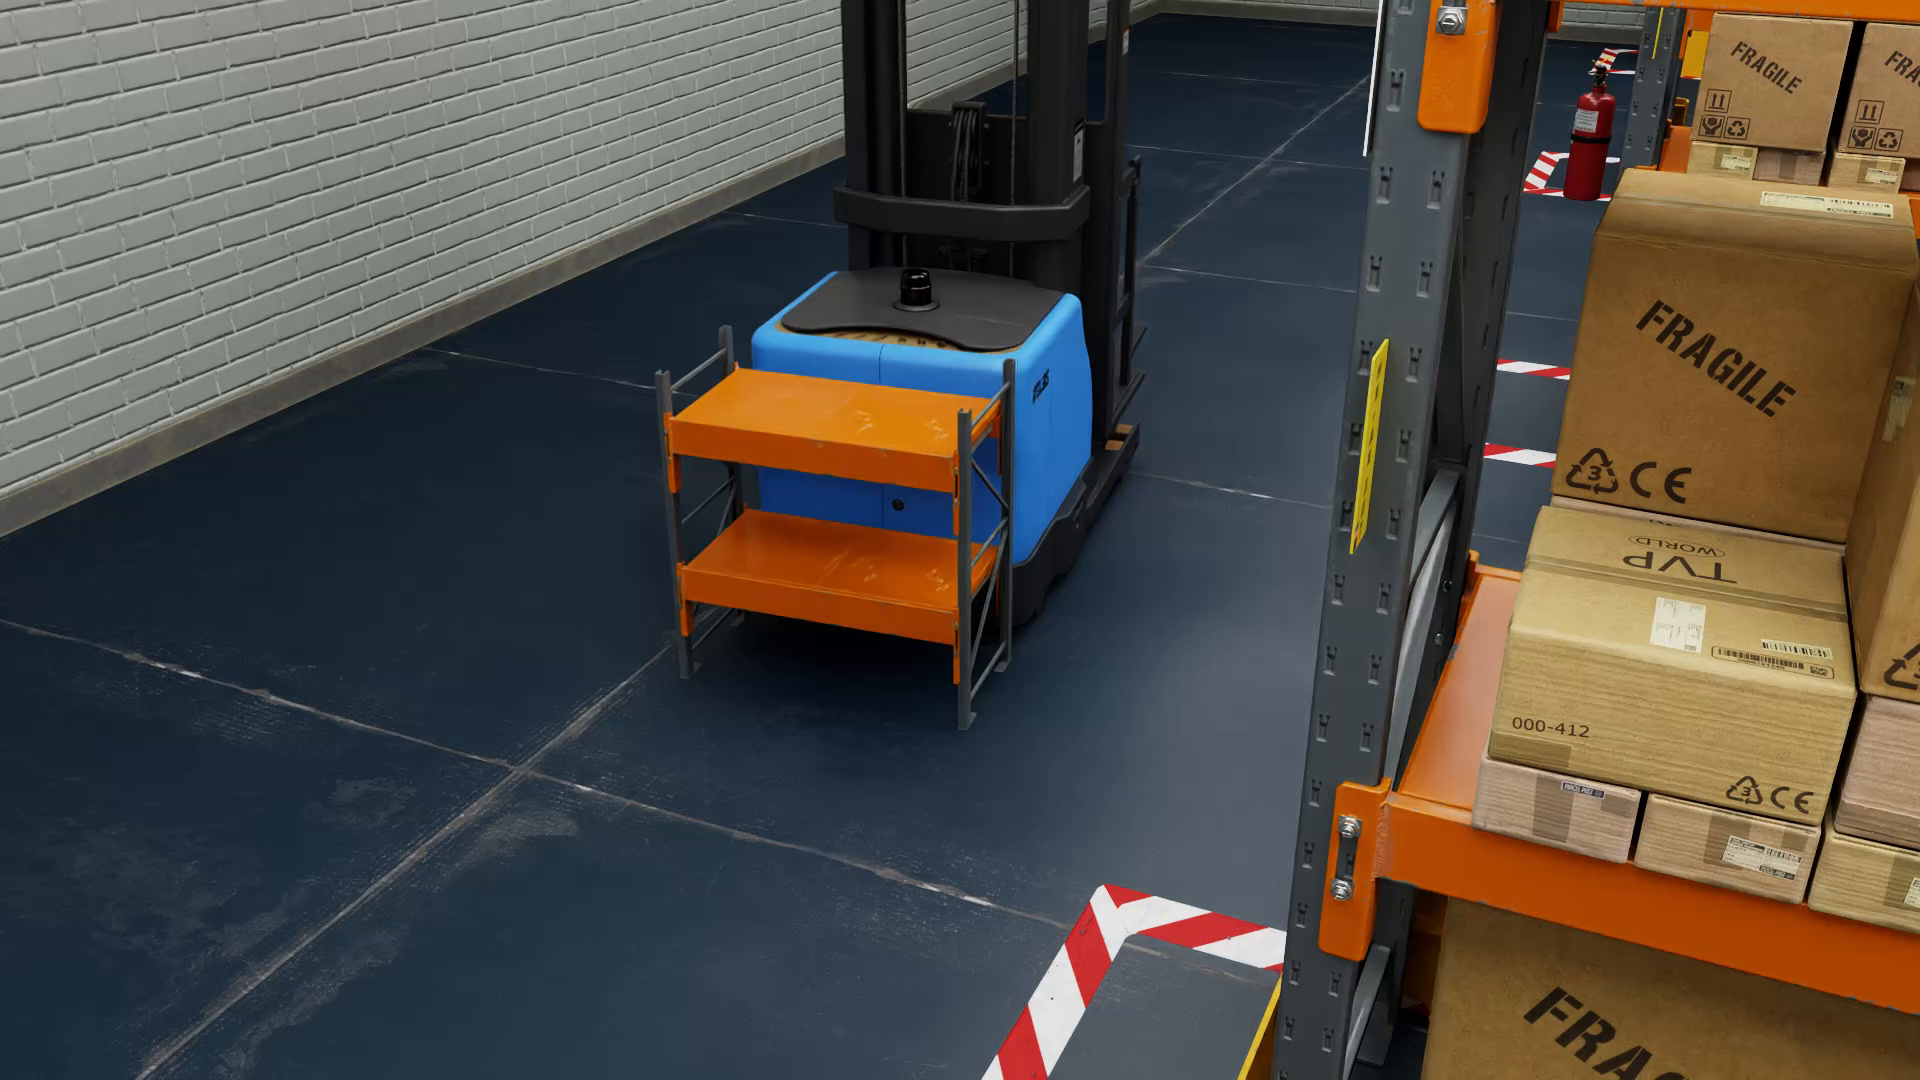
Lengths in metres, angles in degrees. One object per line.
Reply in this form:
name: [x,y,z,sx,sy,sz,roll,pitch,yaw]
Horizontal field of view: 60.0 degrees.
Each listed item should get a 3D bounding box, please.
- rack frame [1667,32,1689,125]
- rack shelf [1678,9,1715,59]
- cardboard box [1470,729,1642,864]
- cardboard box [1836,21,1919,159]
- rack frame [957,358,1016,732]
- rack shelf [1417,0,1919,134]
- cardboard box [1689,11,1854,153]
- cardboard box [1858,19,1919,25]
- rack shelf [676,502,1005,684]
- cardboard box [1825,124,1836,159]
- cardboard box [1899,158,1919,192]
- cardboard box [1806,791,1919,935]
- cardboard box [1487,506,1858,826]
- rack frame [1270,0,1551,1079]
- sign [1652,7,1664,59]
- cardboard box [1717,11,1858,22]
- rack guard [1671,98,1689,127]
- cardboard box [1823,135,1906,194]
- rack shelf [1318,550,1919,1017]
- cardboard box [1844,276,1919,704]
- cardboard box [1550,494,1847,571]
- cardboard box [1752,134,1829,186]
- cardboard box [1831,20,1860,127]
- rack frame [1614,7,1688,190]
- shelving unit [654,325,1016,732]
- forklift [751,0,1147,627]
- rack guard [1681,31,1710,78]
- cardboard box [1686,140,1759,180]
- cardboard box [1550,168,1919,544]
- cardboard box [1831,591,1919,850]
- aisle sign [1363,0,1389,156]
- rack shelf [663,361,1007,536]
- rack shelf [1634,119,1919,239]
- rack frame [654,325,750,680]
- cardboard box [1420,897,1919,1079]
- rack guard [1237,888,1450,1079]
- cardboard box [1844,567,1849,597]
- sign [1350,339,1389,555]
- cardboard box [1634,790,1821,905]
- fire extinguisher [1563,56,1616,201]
rack frame: [4.970,-3.925,11.326,0.127,3.000,1.000,11,28,22]
rack shelf: [6.791,-3.236,10.742,4.000,0.370,1.077,11,28,22]
cardboard box: [1.054,0.370,2.887,0.250,0.149,0.380,12,29,22]
cardboard box: [3.805,-1.814,6.588,0.500,0.500,0.500,11,28,22]
rack frame: [0.087,0.019,5.438,0.032,1.125,0.500,9,27,17]
rack shelf: [2.689,-0.597,1.986,4.000,0.370,1.077,11,28,22]
cardboard box: [3.307,-1.901,6.766,0.500,0.500,0.500,13,29,24]
cardboard box: [3.774,-2.264,6.371,0.500,0.500,0.500,12,29,23]
rack shelf: [-0.394,0.166,5.692,1.000,0.278,0.538,9,27,17]
cardboard box: [3.872,-1.757,7.207,0.250,0.149,0.380,11,28,21]
cardboard box: [3.937,-1.519,6.725,0.250,0.149,0.380,13,29,24]
cardboard box: [1.522,0.463,2.698,0.250,0.149,0.380,11,28,21]
cardboard box: [1.193,0.190,2.801,0.500,0.250,0.500,11,28,20]
rack frame: [0.868,0.060,3.233,0.127,3.000,1.000,11,28,22]
sign: [2.789,-2.086,6.611,0.005,0.325,0.100,11,28,22]
cardboard box: [3.312,-2.354,6.554,0.500,0.500,0.500,11,28,21]
rack guard: [4.948,-2.808,11.887,0.348,0.500,1.175,11,28,22]
cardboard box: [3.644,-1.512,6.709,0.250,0.149,0.380,11,28,20]
rack shelf: [2.689,0.748,2.649,4.000,0.370,1.077,11,28,22]
cardboard box: [1.648,-0.055,2.450,0.500,0.500,0.500,11,28,21]
cardboard box: [1.419,-0.024,3.237,0.500,0.250,0.500,11,28,21]
cardboard box: [3.421,-1.582,6.853,0.250,0.149,0.380,12,29,24]
cardboard box: [3.995,-2.019,7.006,0.500,0.500,0.500,11,28,21]
rack frame: [3.013,-1.916,7.246,0.127,3.000,1.000,11,28,22]
shelving unit: [-0.394,-0.053,5.584,1.048,1.125,0.538,9,27,17]
forklift: [0.176,-1.633,6.748,1.130,2.935,3.031,8,27,16]
rack guard: [7.091,-4.786,15.905,0.348,0.500,1.175,11,28,22]
cardboard box: [3.172,-1.612,6.913,0.250,0.149,0.380,11,28,21]
cardboard box: [1.420,-0.359,3.068,0.500,0.500,0.500,12,29,22]
cardboard box: [1.669,0.282,2.614,0.500,0.250,0.500,11,28,21]
aisle sign: [0.678,-0.999,2.440,0.004,0.787,0.394,11,28,22]
rack shelf: [-0.394,-0.316,5.455,1.000,0.278,0.538,9,27,17]
rack shelf: [4.834,-1.228,6.662,4.000,0.370,1.077,11,28,22]
rack frame: [-0.876,-0.125,5.731,0.032,1.125,0.500,9,27,17]
cardboard box: [1.484,0.909,3.437,0.875,0.875,0.875,11,28,22]
rack guard: [0.846,1.177,3.794,0.348,0.500,1.175,11,28,22]
cardboard box: [1.880,0.069,3.048,0.500,0.250,0.500,11,28,21]
sign: [0.633,-0.142,2.573,0.005,0.325,0.100,11,28,22]
cardboard box: [1.289,0.416,2.793,0.250,0.149,0.380,11,28,21]
fire extinguisher: [2.975,-1.946,7.816,0.183,0.674,0.296,11,28,22]
